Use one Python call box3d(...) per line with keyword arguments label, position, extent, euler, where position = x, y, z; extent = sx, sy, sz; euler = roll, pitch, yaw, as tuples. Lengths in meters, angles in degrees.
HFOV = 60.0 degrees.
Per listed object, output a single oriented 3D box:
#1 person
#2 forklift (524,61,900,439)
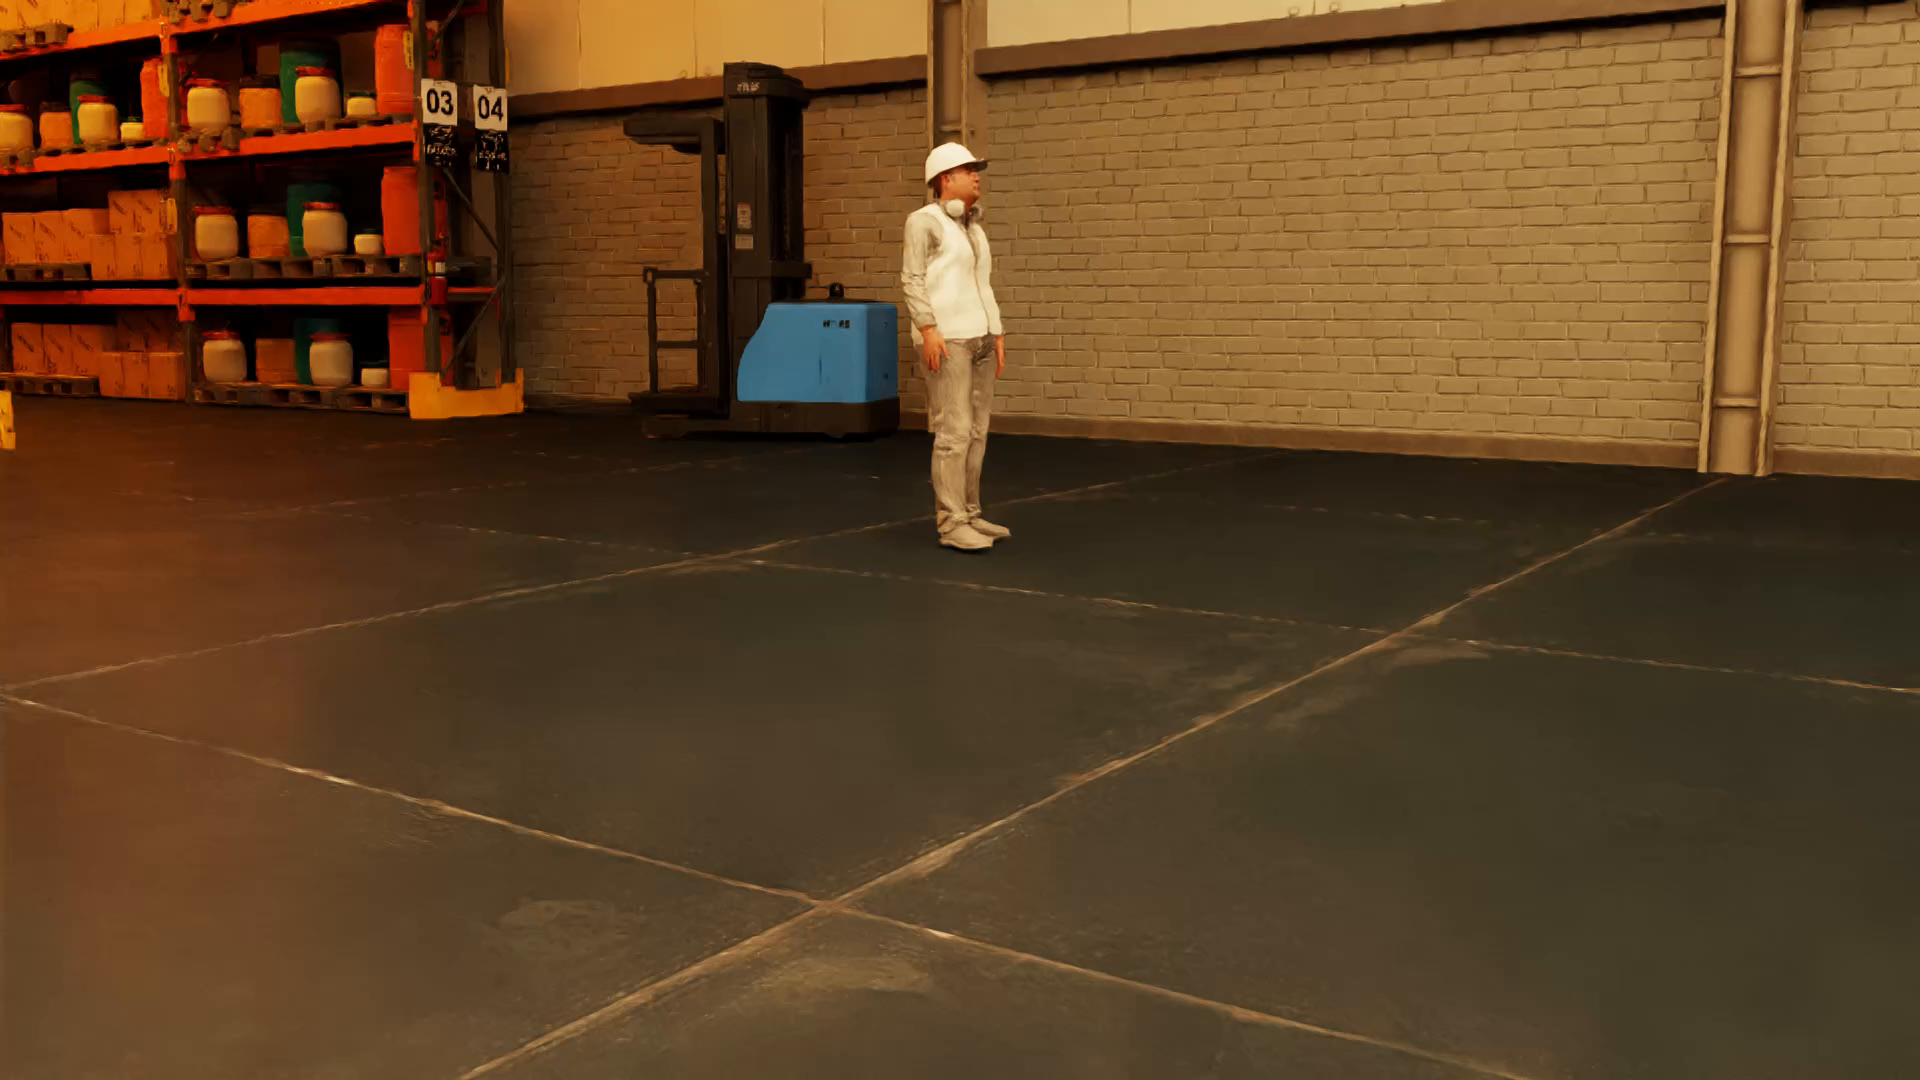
box3d(label="person", position=(0.047, -0.880, 7.437), extent=(0.567, 1.773, 0.632), euler=(5, 10, 34))
box3d(label="forklift", position=(-2.074, -2.330, 13.576), extent=(3.031, 2.935, 1.130), euler=(2, 8, 14))
